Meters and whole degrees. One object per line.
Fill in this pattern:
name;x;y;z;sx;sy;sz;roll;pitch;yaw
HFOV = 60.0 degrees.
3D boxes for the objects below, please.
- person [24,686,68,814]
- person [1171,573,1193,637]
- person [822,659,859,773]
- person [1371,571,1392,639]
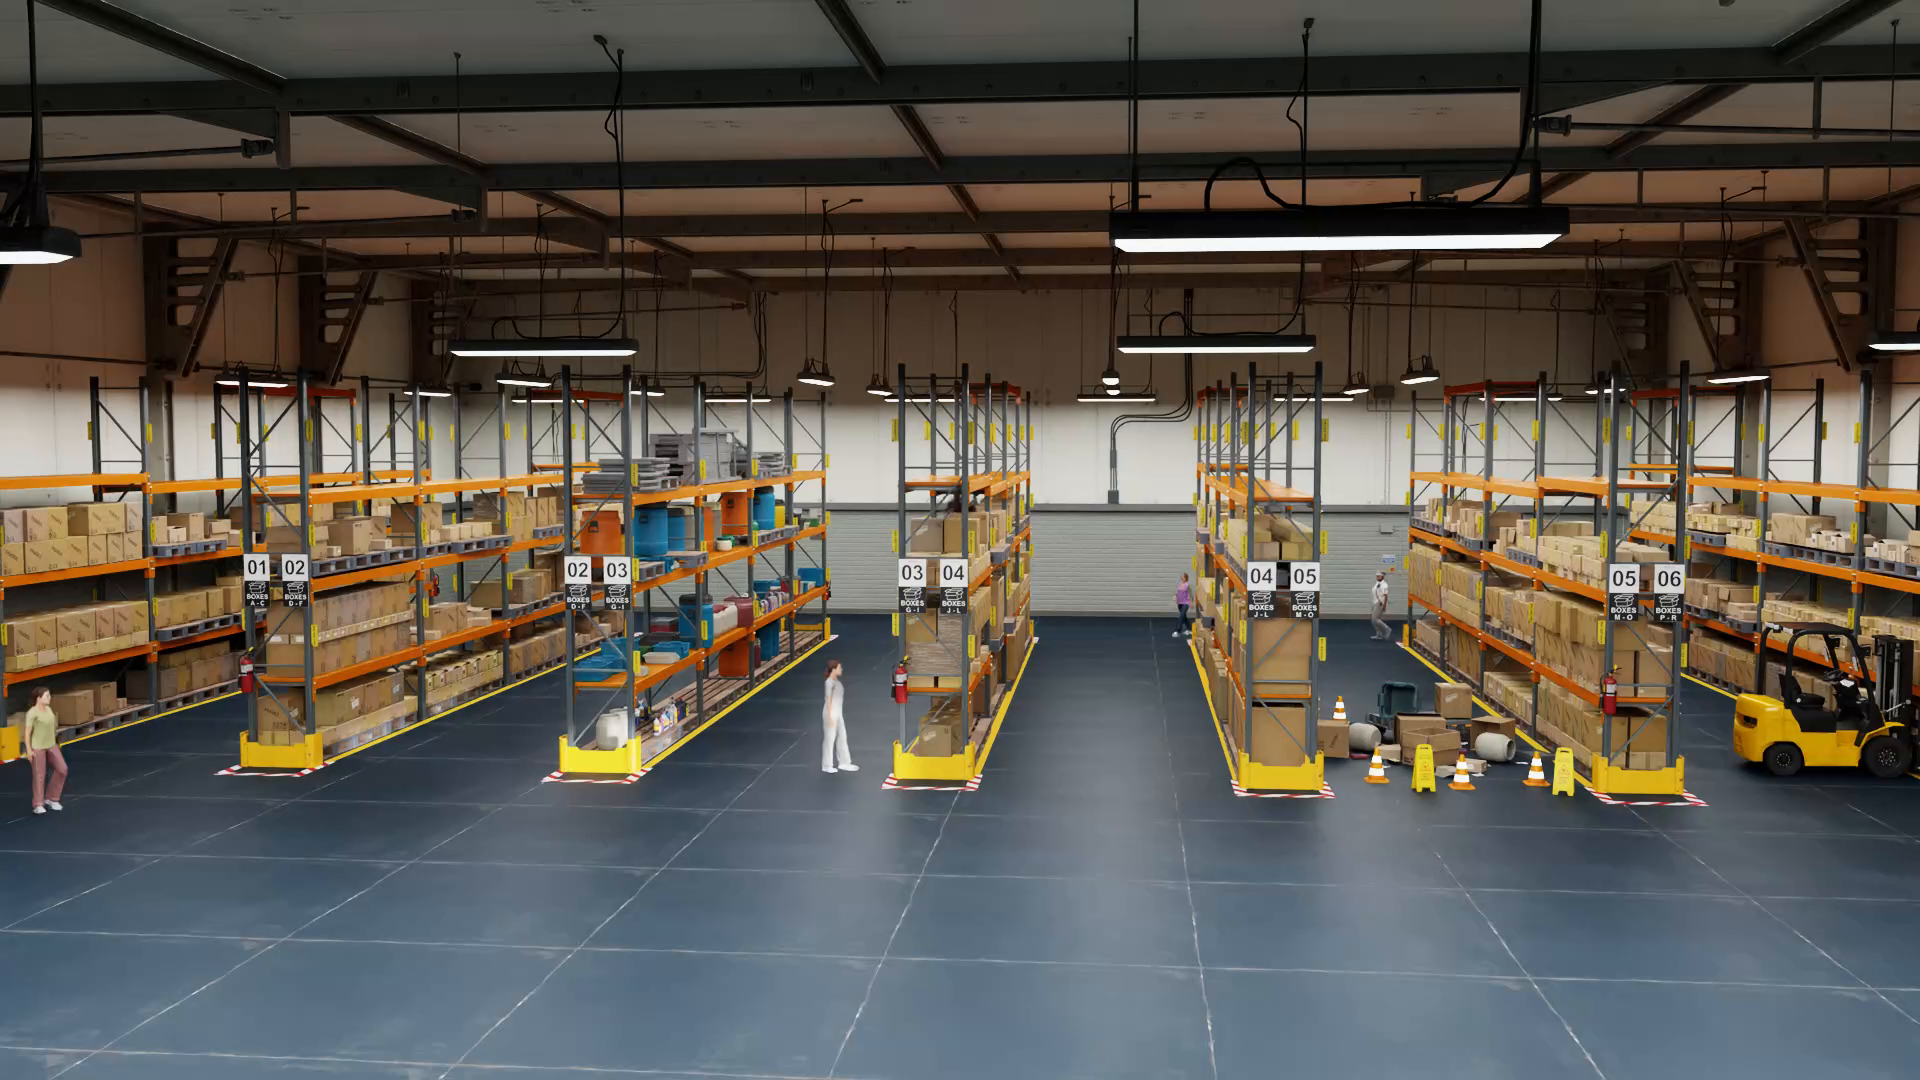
person;-12.142;2.779;21.987;0.357;1.695;0.562;1;4;20
person;5.426;1.581;40.875;0.916;1.547;0.408;-3;5;-40
person;-1.798;2.599;24.556;0.514;1.675;0.515;1;4;12
person;10.169;1.568;40.218;0.465;1.674;0.432;0;4;4
